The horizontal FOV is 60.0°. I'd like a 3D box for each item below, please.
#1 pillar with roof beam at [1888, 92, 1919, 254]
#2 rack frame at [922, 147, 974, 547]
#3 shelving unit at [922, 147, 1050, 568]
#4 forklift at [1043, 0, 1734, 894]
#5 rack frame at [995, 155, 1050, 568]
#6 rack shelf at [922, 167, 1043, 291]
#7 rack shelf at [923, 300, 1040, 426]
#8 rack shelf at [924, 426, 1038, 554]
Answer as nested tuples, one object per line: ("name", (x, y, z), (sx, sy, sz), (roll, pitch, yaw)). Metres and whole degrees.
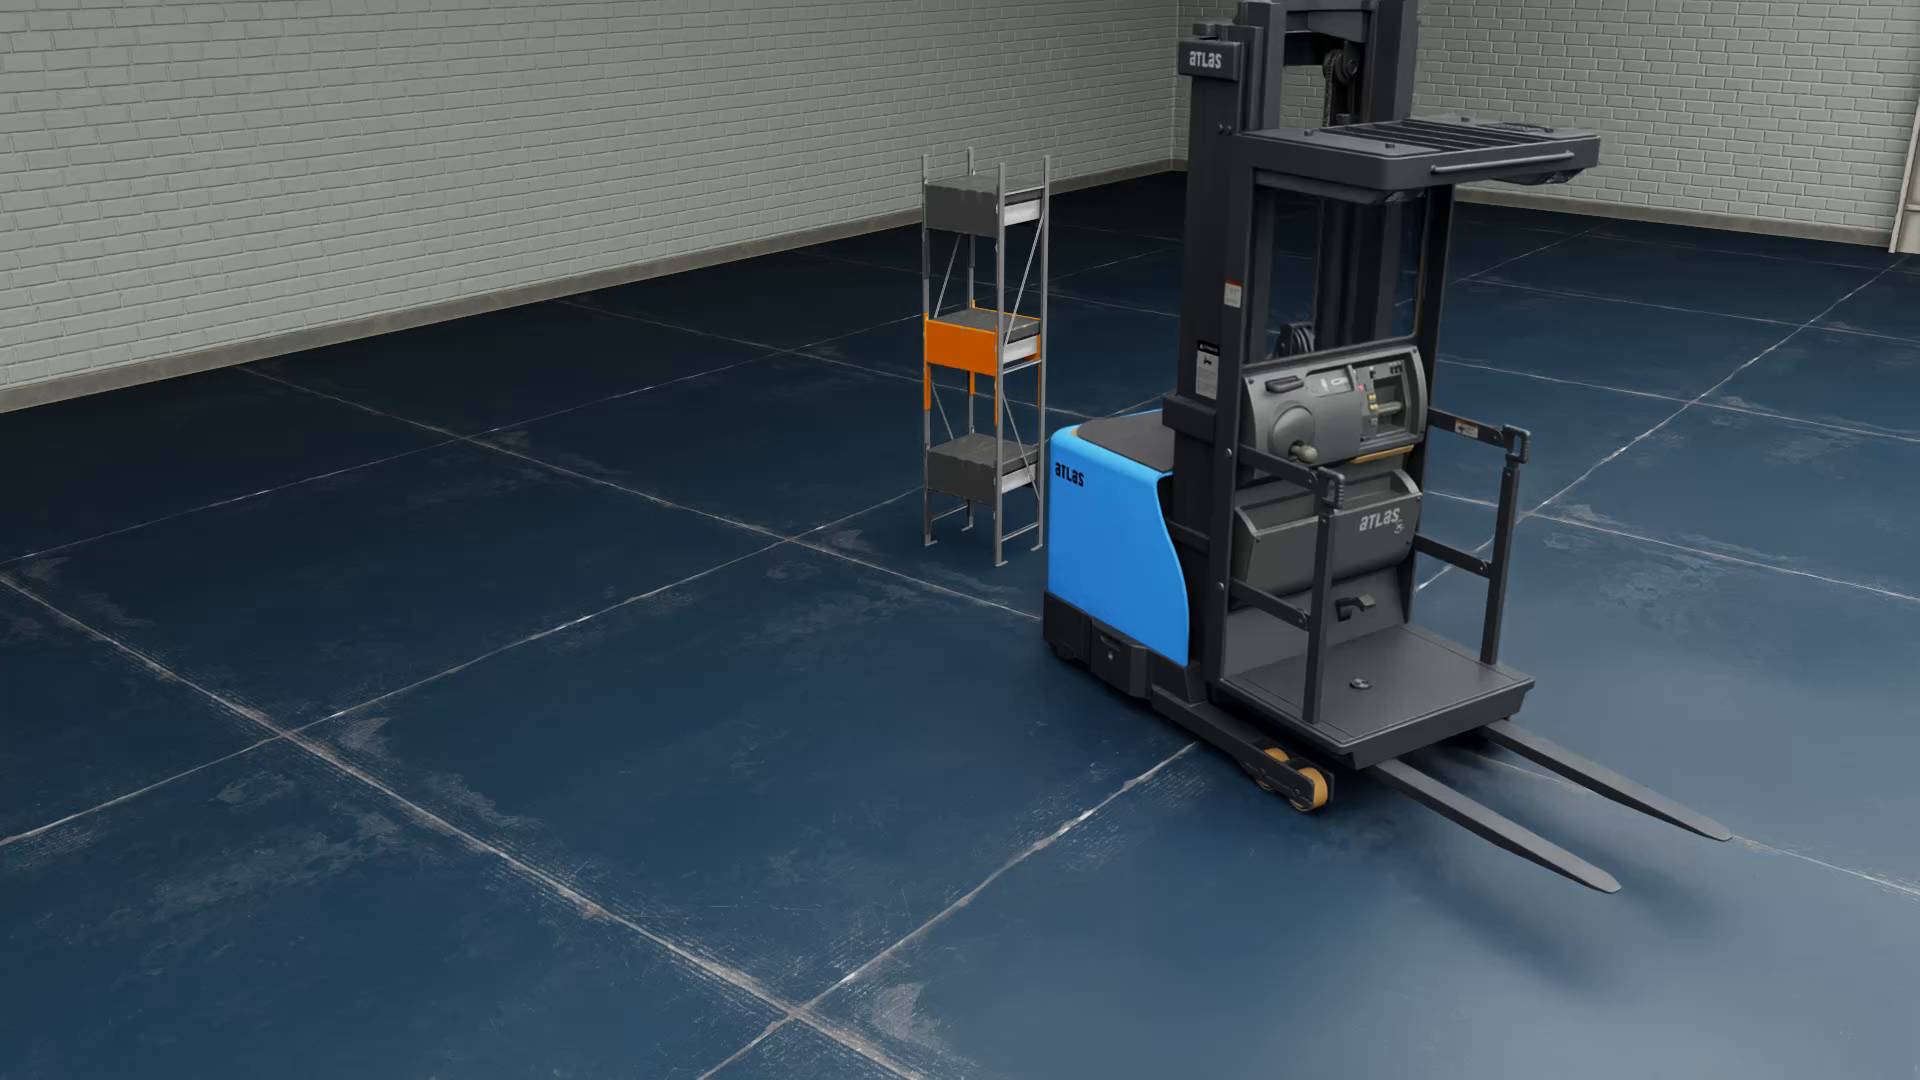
("pillar with roof beam", (6.992, -5.969, 12.242), (0.400, 9.000, 9.100), (16, 26, 36))
("rack frame", (-0.061, -1.000, 8.844), (0.015, 2.100, 0.400), (16, 26, 36))
("shelving unit", (0.128, -0.946, 8.700), (0.503, 2.100, 0.431), (16, 26, 36))
("forklift", (1.605, -0.517, 6.385), (1.130, 2.935, 3.031), (-13, 24, -30))
("rack frame", (0.317, -0.891, 8.555), (0.015, 2.100, 0.400), (16, 26, 36))
("rack shelf", (0.128, -1.588, 8.458), (0.480, 0.518, 0.431), (16, 26, 36))
("rack shelf", (0.128, -0.933, 8.705), (0.480, 0.518, 0.431), (16, 26, 36))
("rack shelf", (0.128, -0.278, 8.952), (0.480, 0.518, 0.431), (16, 26, 36))
